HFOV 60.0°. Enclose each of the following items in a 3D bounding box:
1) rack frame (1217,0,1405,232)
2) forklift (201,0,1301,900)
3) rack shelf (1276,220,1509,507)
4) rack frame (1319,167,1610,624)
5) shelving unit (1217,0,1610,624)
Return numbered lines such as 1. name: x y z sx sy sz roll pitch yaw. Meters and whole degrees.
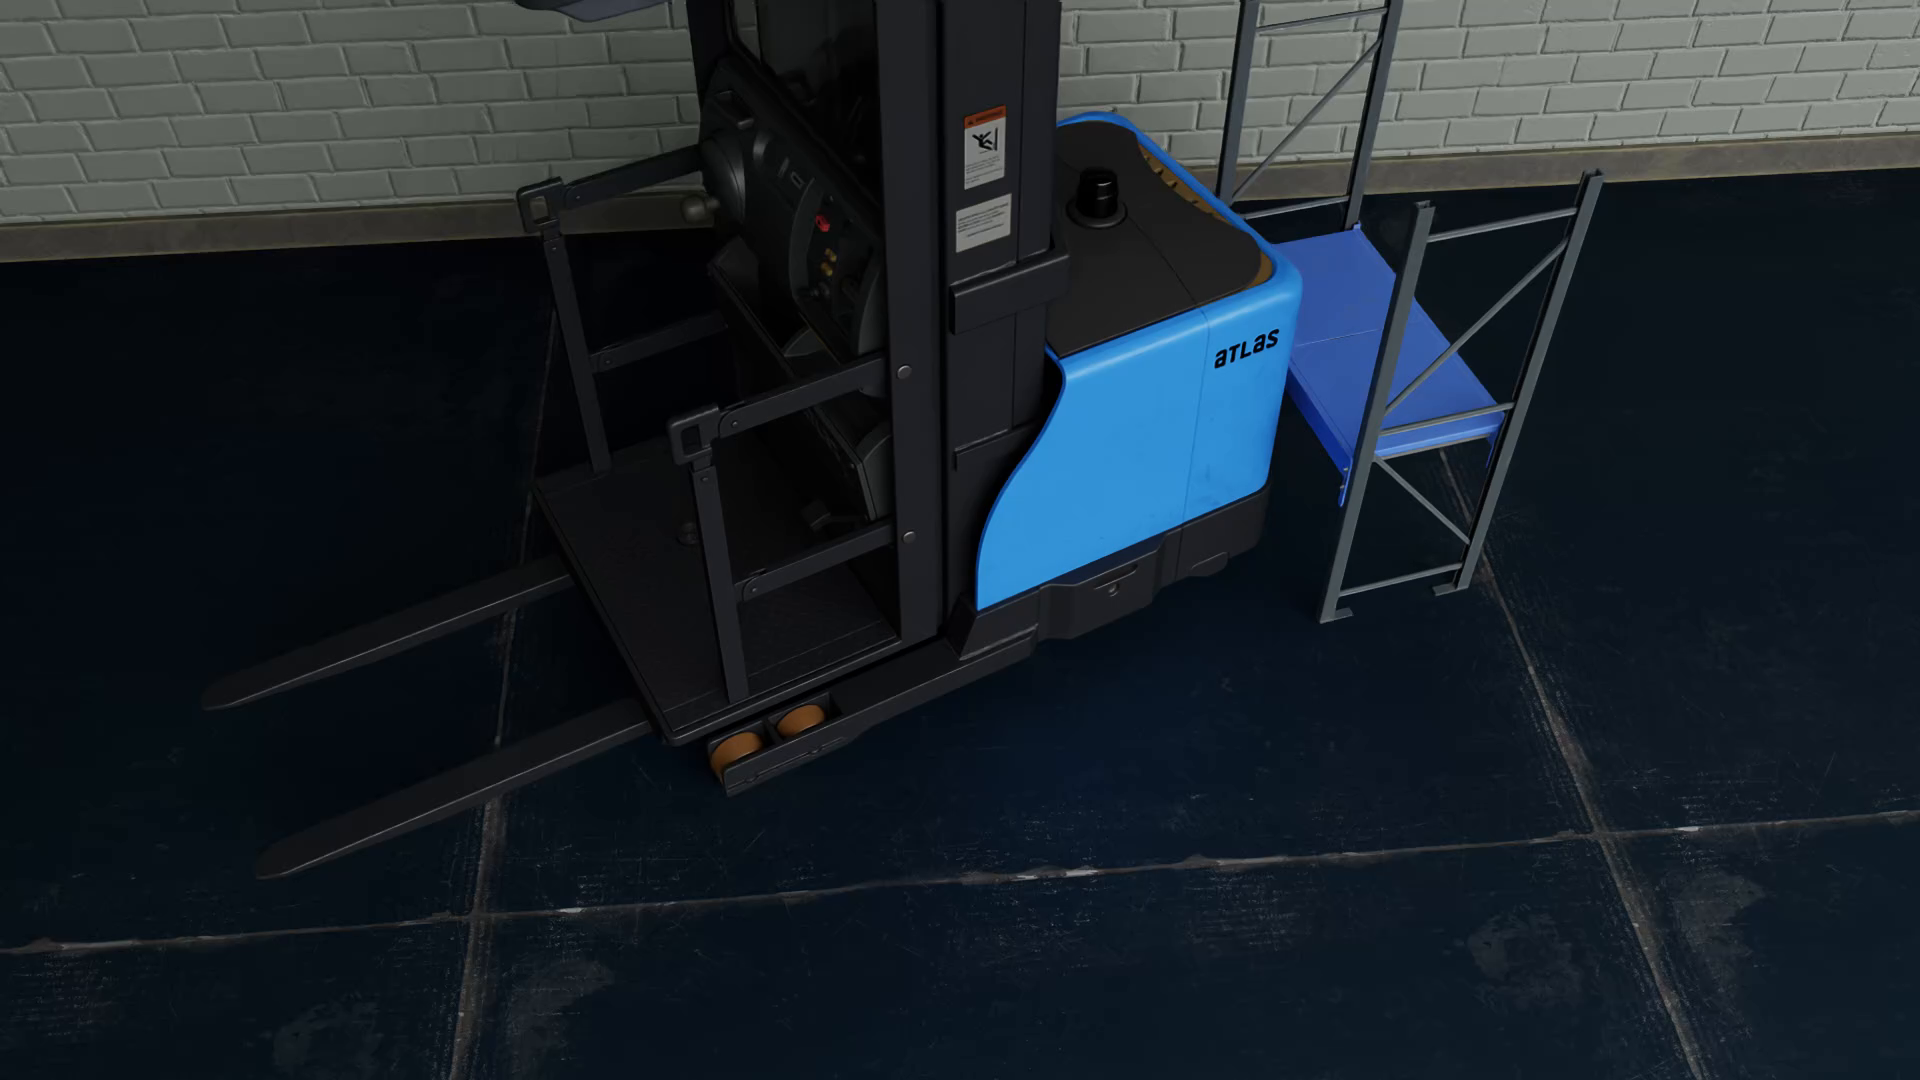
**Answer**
1. rack frame: 1.027 -1.033 5.195 0.500 1.500 0.032 -13 48 -12
2. forklift: -0.586 -0.745 3.936 3.031 2.935 1.130 -24 51 -21
3. rack shelf: 1.178 -0.557 4.992 0.538 0.185 1.000 -13 48 -12
4. rack frame: 1.329 -0.328 4.527 0.500 1.500 0.032 -13 48 -12
5. shelving unit: 1.178 -0.680 4.861 0.538 1.500 1.048 -13 48 -12
